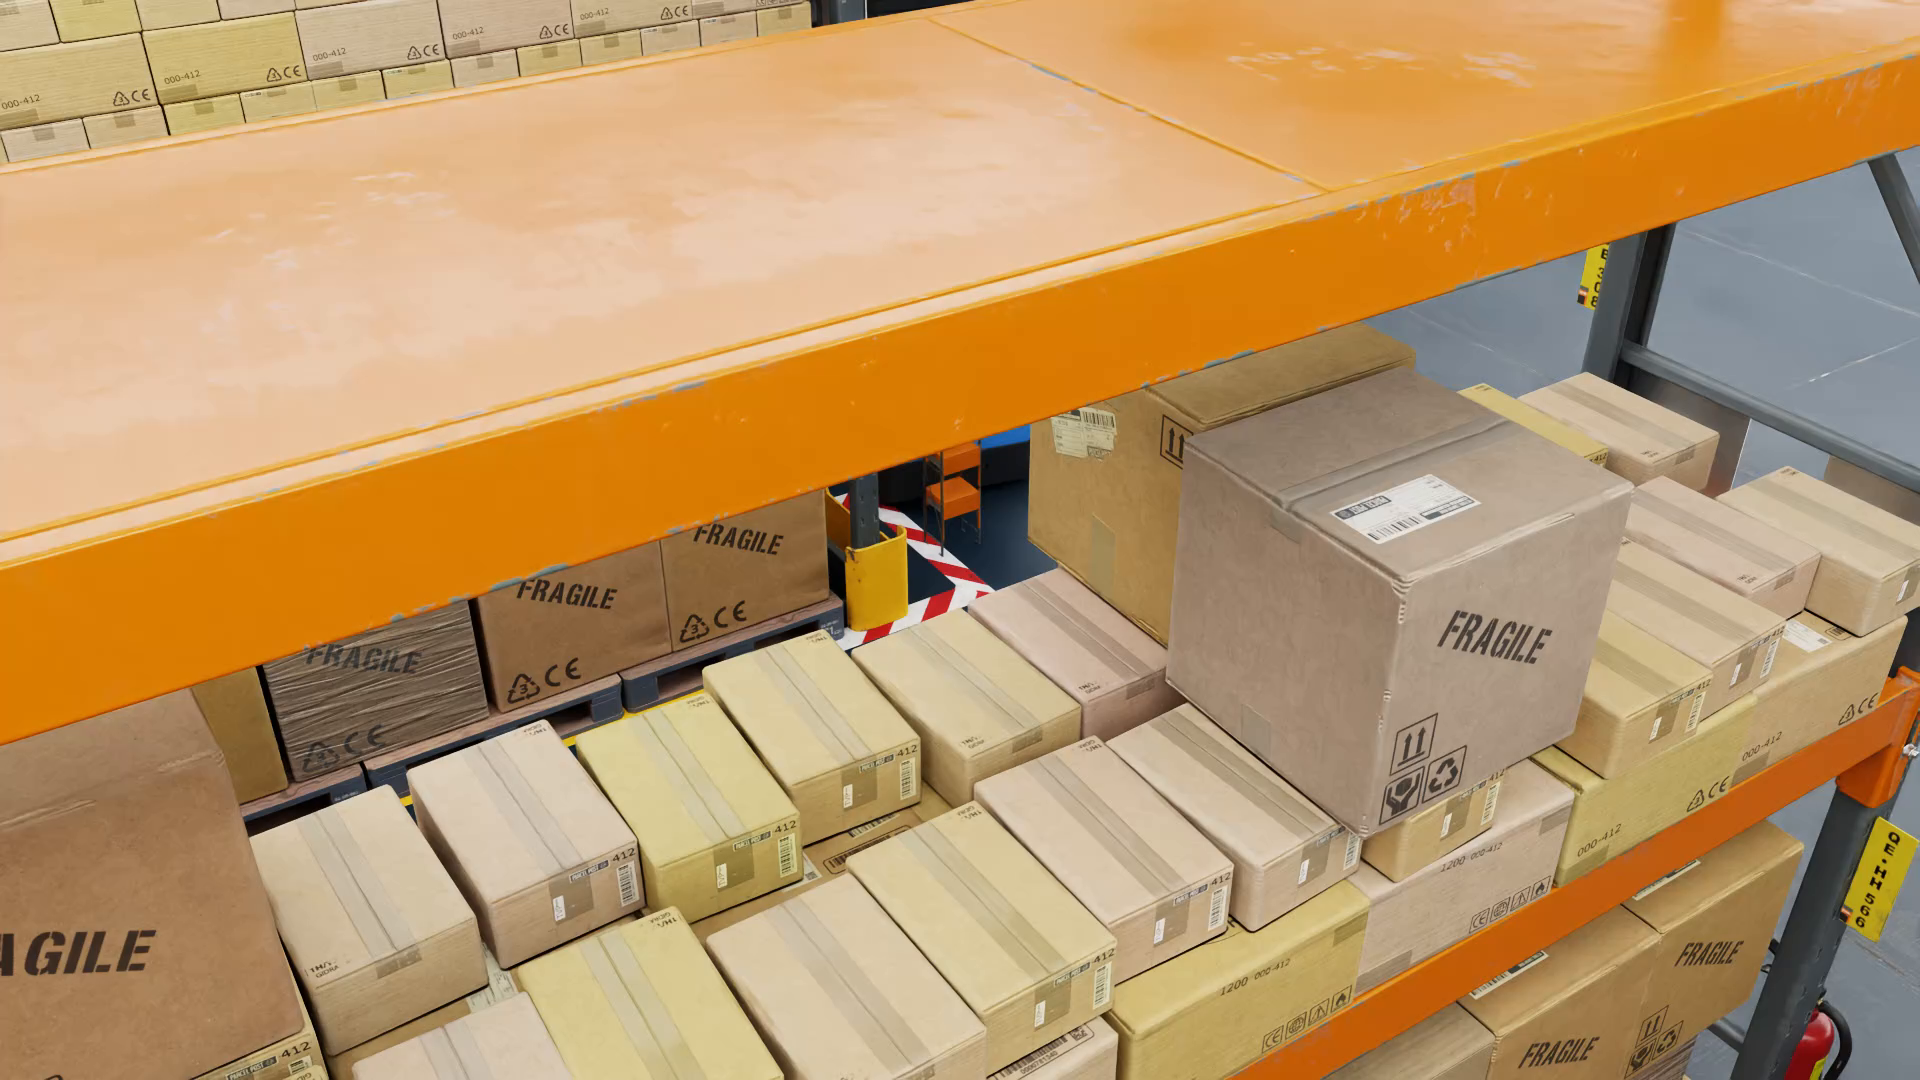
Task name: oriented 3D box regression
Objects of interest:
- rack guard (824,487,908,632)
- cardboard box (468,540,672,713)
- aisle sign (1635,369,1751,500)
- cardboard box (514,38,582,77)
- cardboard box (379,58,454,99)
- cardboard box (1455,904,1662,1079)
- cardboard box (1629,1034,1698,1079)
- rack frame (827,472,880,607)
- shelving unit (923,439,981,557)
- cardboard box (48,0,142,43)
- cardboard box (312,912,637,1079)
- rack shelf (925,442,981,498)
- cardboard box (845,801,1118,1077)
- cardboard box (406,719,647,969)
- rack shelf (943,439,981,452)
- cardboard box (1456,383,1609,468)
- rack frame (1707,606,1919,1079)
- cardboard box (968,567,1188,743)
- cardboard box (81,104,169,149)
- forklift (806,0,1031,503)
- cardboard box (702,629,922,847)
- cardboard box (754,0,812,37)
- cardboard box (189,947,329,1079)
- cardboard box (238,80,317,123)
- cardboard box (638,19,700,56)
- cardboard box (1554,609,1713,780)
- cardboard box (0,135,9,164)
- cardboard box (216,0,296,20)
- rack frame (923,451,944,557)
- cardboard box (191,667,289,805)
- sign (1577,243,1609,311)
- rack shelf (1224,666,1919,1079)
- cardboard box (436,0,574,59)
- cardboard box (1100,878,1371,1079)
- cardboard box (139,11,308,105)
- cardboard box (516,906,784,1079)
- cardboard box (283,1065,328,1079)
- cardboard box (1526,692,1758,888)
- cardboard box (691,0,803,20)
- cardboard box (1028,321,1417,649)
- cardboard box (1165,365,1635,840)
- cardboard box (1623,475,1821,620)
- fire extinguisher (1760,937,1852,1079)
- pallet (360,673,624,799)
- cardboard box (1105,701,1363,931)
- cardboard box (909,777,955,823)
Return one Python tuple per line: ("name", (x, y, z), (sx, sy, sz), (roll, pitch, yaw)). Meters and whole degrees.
("rack guard", (-0.709, -0.033, 8.956), (0.348, 0.500, 1.175), (-19, 37, -27))
("cardboard box", (-2.002, 0.118, 7.970), (0.875, 0.875, 0.875), (-20, 37, -28))
("aisle sign", (1.763, -0.082, 4.254), (0.004, 0.787, 0.394), (-19, 37, -27))
("cardboard box", (-1.681, -1.923, 6.546), (0.250, 0.149, 0.380), (-20, 37, -28))
("cardboard box", (-2.107, -1.777, 6.314), (0.250, 0.149, 0.380), (-18, 37, -27))
("cardboard box", (1.128, 0.996, 3.672), (0.500, 0.500, 0.500), (-19, 37, -27))
("cardboard box", (1.396, 1.148, 4.367), (0.500, 0.500, 0.875), (-19, 37, -27))
("rack frame", (-0.729, -1.084, 8.278), (0.127, 3.000, 1.000), (-19, 37, -27))
("shelving unit", (-0.045, -0.429, 9.067), (0.252, 1.050, 0.215), (-19, 37, -27))
("cardboard box", (-2.961, -1.820, 5.635), (0.250, 0.149, 0.380), (-20, 37, -28))
("cardboard box", (-0.803, 0.726, 2.739), (0.500, 0.250, 0.500), (-18, 36, -26))
("rack shelf", (-0.045, -0.420, 9.073), (0.240, 0.259, 0.215), (-19, 37, -27))
("cardboard box", (0.027, 0.603, 2.560), (0.250, 0.149, 0.380), (-20, 37, -28))
("cardboard box", (-0.716, 0.490, 2.739), (0.250, 0.149, 0.380), (-20, 37, -29))
("rack shelf", (-0.045, -0.660, 8.921), (0.240, 0.259, 0.215), (-19, 37, -27))
("cardboard box", (1.246, -0.197, 3.827), (0.250, 0.149, 0.380), (-18, 37, -26))
("rack frame", (1.873, 1.170, 4.705), (0.127, 3.000, 1.000), (-19, 37, -27))
("cardboard box", (0.220, 0.226, 3.158), (0.250, 0.149, 0.380), (-19, 37, -28))
("cardboard box", (-2.963, -1.482, 5.846), (0.250, 0.149, 0.380), (-20, 37, -28))
("forklift", (-0.521, -2.226, 10.154), (1.130, 2.935, 3.031), (-11, 34, -17))
("cardboard box", (-0.267, 0.345, 2.968), (0.250, 0.149, 0.380), (-17, 36, -25))
("cardboard box", (-0.825, -2.218, 7.013), (0.250, 0.149, 0.380), (-19, 37, -27))
("cardboard box", (-1.098, 0.692, 2.418), (0.250, 0.149, 0.380), (-19, 37, -27))
("cardboard box", (-2.532, -1.631, 6.083), (0.250, 0.149, 0.380), (-19, 37, -27))
("cardboard box", (-1.253, -2.071, 6.779), (0.250, 0.149, 0.380), (-18, 37, -27))
("cardboard box", (1.158, 0.250, 3.119), (0.250, 0.149, 0.380), (-19, 37, -27))
("cardboard box", (-3.385, -1.338, 5.618), (0.250, 0.149, 0.380), (-19, 37, -27))
("cardboard box", (-2.532, -1.968, 5.869), (0.250, 0.149, 0.380), (-19, 37, -27))
("rack frame", (-0.147, -0.393, 9.011), (0.008, 1.050, 0.200), (-19, 37, -27))
("cardboard box", (-3.525, 0.643, 7.138), (0.875, 0.875, 0.875), (-18, 37, -27))
("sign", (1.579, -0.712, 4.058), (0.005, 0.325, 0.100), (-19, 37, -27))
("rack shelf", (0.192, 0.784, 3.181), (4.000, 0.370, 1.077), (-19, 37, -27))
("cardboard box", (-1.833, -2.079, 6.418), (0.500, 0.250, 0.500), (-19, 37, -28))
("cardboard box", (0.332, 0.656, 2.850), (0.500, 0.250, 0.500), (-20, 37, -28))
("cardboard box", (-2.682, -1.787, 5.955), (0.500, 0.250, 0.500), (-19, 37, -28))
("cardboard box", (-0.439, 0.730, 2.359), (0.250, 0.149, 0.380), (-18, 36, -26))
("cardboard box", (-0.862, 0.889, 2.106), (0.250, 0.149, 0.380), (-21, 38, -30))
("cardboard box", (1.187, 0.364, 3.313), (0.500, 0.250, 0.500), (-19, 37, -27))
("cardboard box", (-0.989, -2.368, 6.876), (0.500, 0.250, 0.500), (-18, 37, -27))
("cardboard box", (0.479, -0.170, 3.177), (0.500, 0.500, 0.500), (-19, 37, -27))
("cardboard box", (0.707, 0.083, 2.776), (0.500, 0.500, 0.500), (-19, 37, -27))
("cardboard box", (1.526, 0.039, 3.454), (0.250, 0.149, 0.380), (-20, 37, -29))
("fire extinguisher", (2.219, 1.376, 4.451), (0.183, 0.674, 0.296), (-19, 37, -27))
("pallet", (-2.383, 0.713, 8.044), (1.213, 0.211, 1.003), (-19, 37, -27))
("cardboard box", (0.456, 0.447, 2.806), (0.250, 0.149, 0.380), (-21, 38, -30))
("cardboard box", (0.045, 0.434, 3.201), (0.500, 0.250, 0.500), (-18, 36, -26))
